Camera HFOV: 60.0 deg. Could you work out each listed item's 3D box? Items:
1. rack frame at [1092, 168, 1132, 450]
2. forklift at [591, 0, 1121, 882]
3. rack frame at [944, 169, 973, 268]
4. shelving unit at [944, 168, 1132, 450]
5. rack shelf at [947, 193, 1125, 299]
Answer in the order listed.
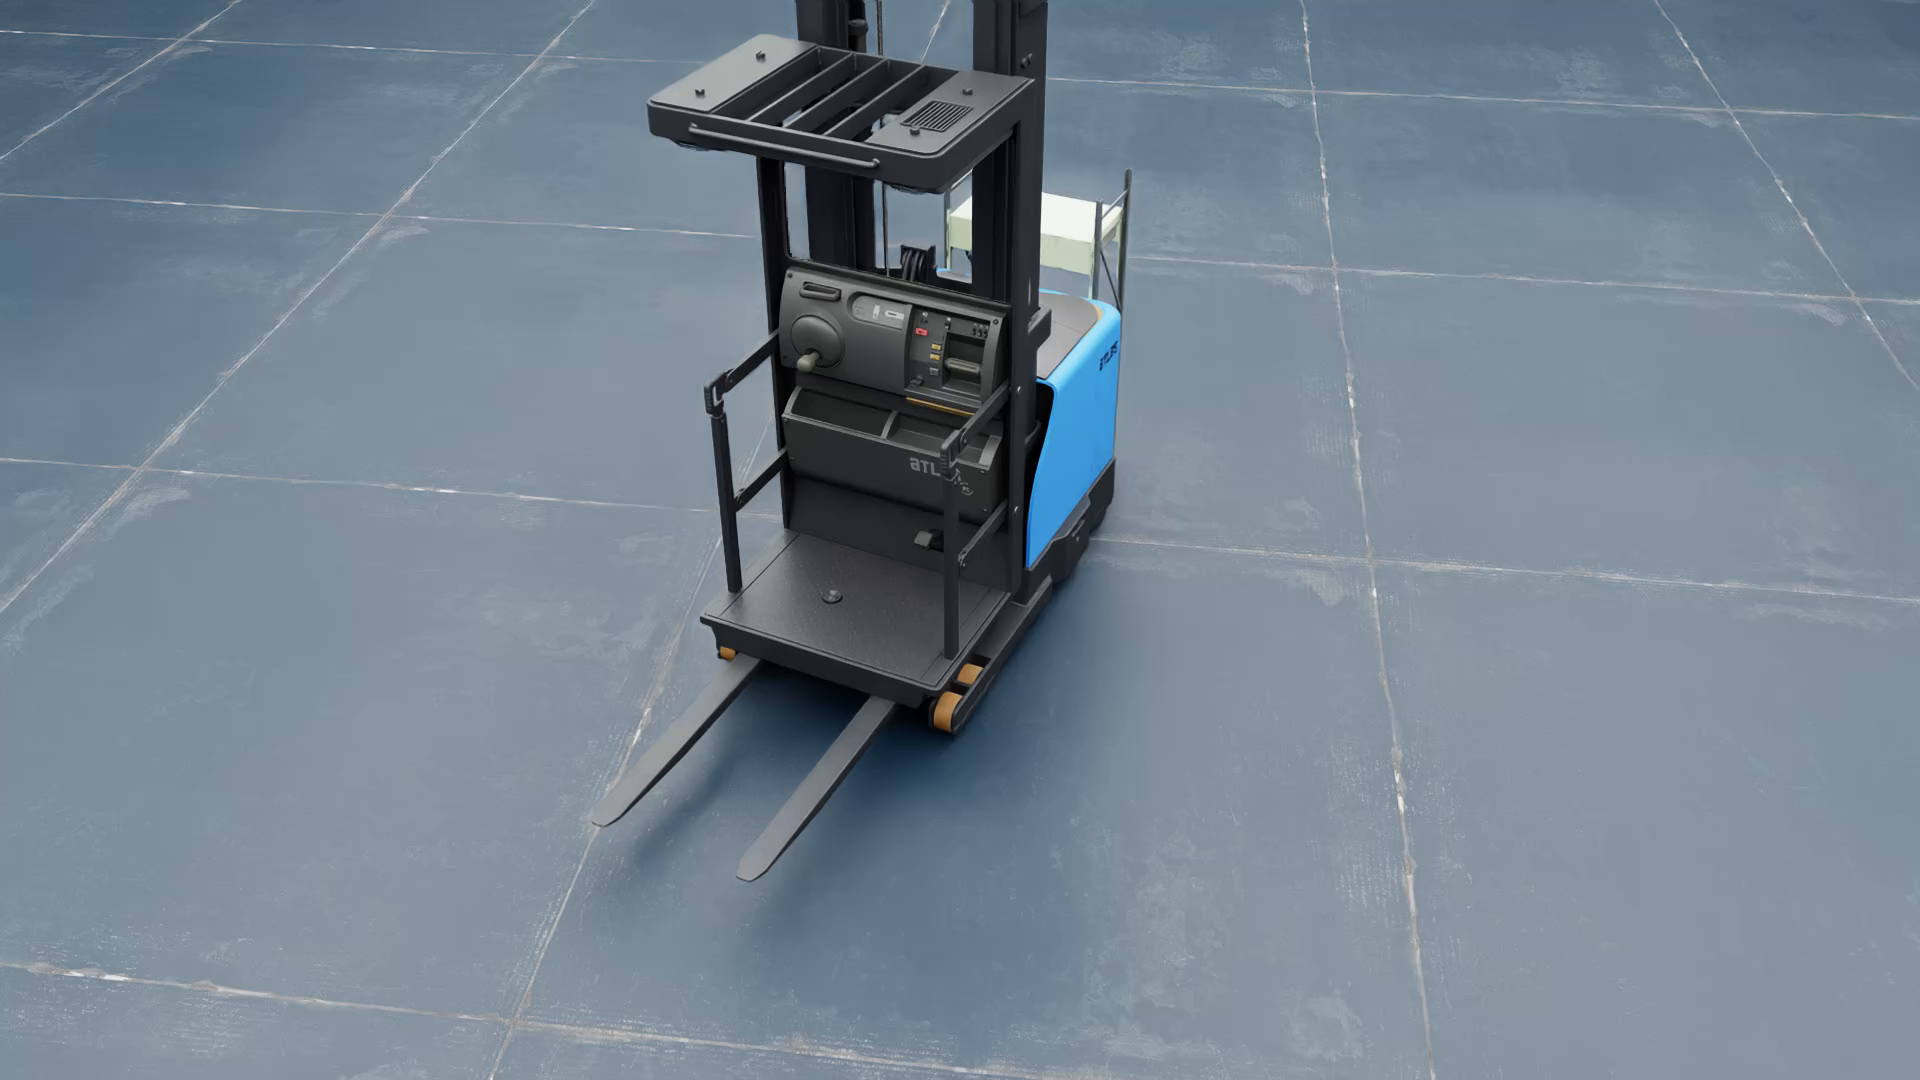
[{"bbox_3d":[0.685,-0.969,7.816,0.023,1.500,0.400,15,38,20],"label":"rack frame"},{"bbox_3d":[-0.365,-0.711,6.224,1.130,2.935,3.031,16,38,21],"label":"forklift"},{"bbox_3d":[0.023,-1.149,8.069,0.023,1.500,0.400,15,38,20],"label":"rack frame"},{"bbox_3d":[0.354,-1.059,7.943,0.755,1.500,0.431,15,38,20],"label":"shelving unit"},{"bbox_3d":[0.354,-1.377,7.716,0.720,0.370,0.431,15,38,20],"label":"rack shelf"}]
